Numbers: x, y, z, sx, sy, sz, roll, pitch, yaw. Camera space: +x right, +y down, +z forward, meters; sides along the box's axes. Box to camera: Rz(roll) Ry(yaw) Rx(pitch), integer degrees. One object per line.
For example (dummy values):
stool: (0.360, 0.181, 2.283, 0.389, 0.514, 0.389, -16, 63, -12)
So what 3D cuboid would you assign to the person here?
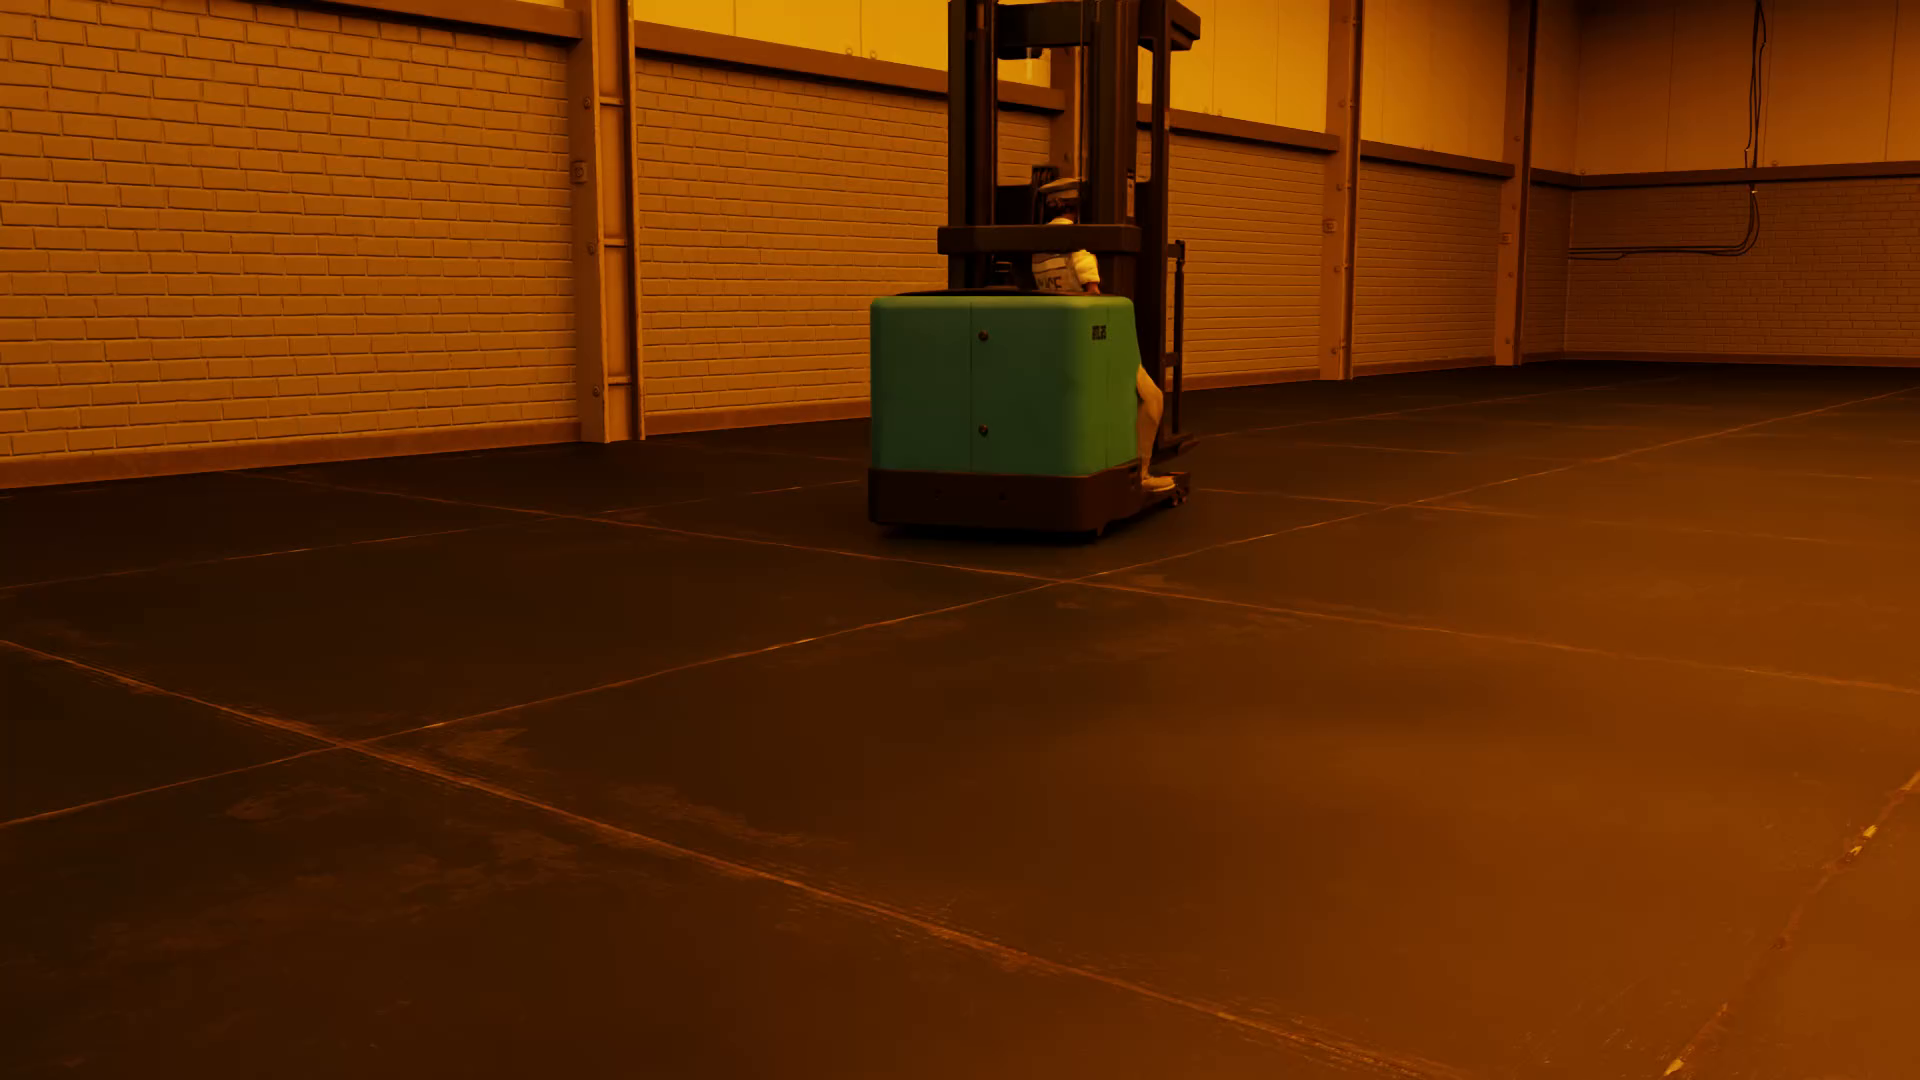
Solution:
person: (0.617, -0.975, 7.996, 0.720, 1.500, 0.731, -5, 9, -28)

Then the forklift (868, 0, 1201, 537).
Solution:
forklift: (0.580, -1.640, 8.488, 1.130, 2.935, 3.031, 3, 9, 21)
